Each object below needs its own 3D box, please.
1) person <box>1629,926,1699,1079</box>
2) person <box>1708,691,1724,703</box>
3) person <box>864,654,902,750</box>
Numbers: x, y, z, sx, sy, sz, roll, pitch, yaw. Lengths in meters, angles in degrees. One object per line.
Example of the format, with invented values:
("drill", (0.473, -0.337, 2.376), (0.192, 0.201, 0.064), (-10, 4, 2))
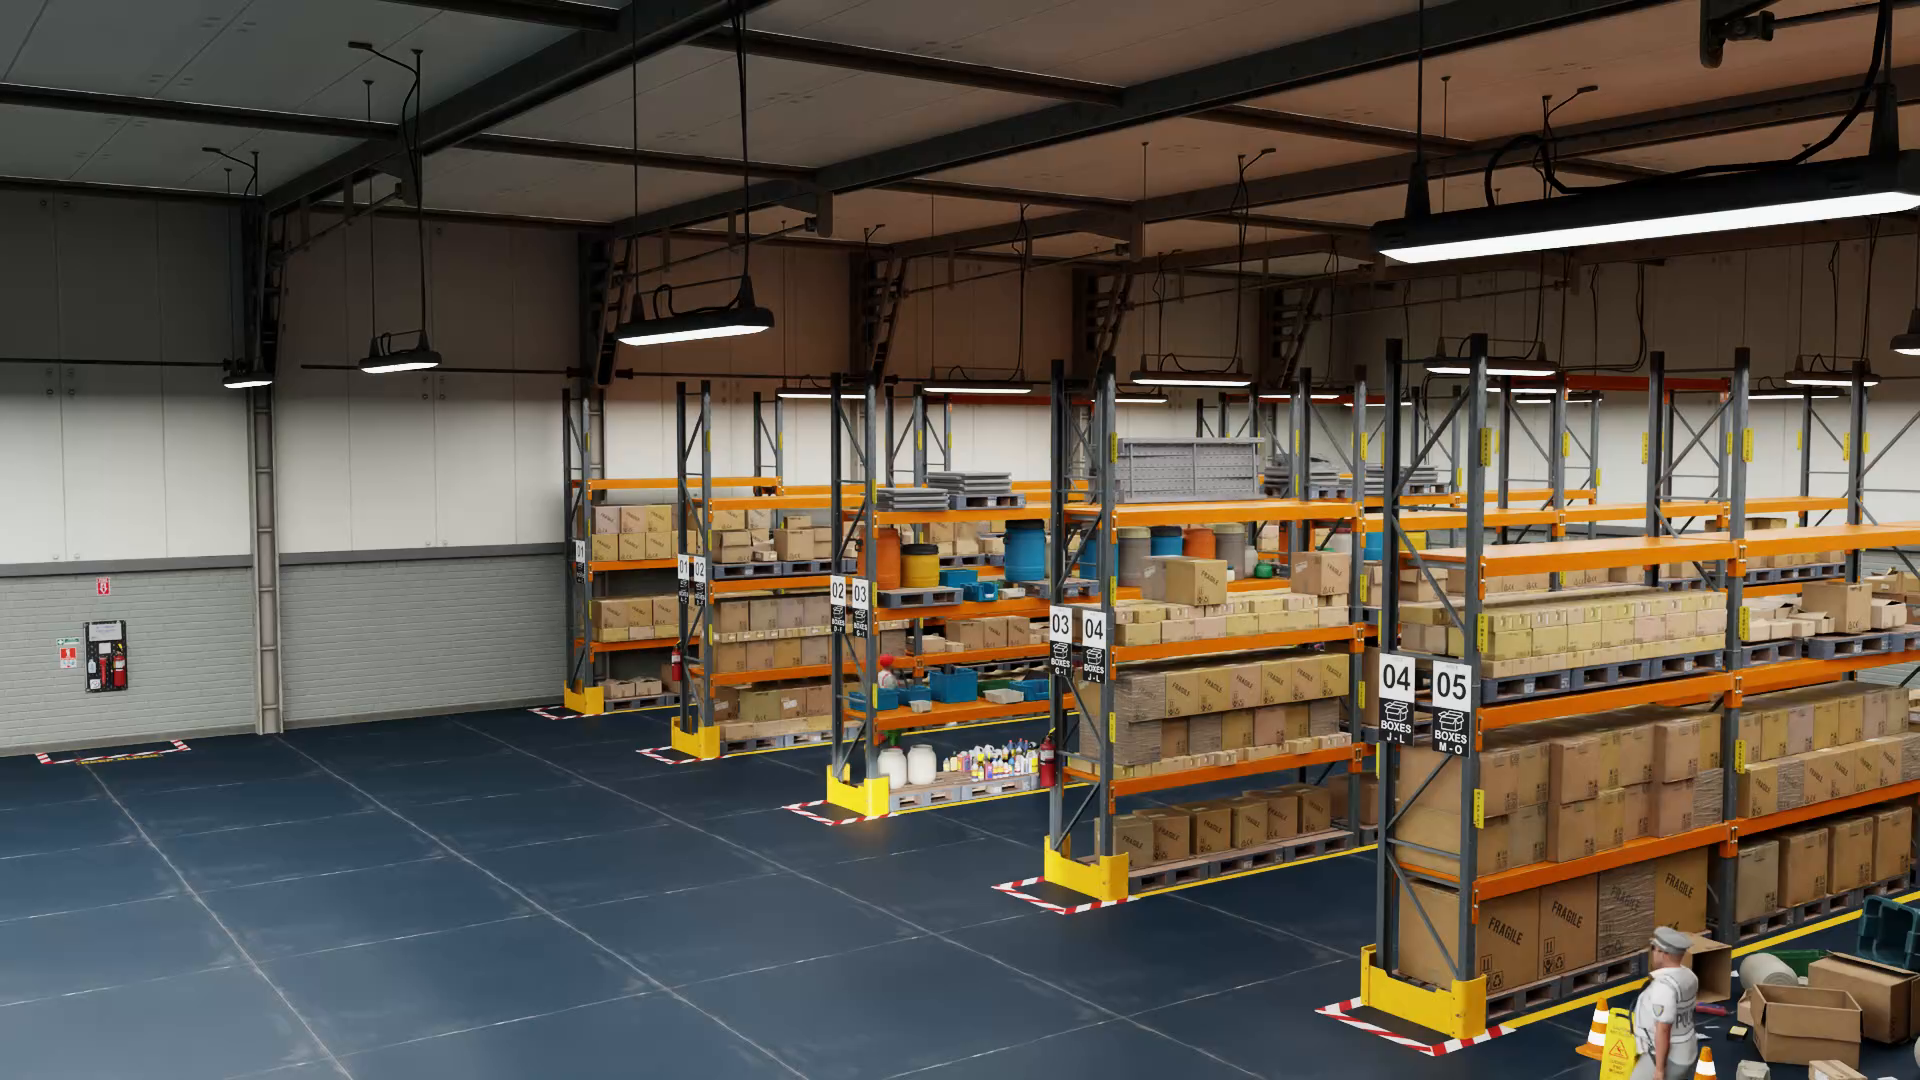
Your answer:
("person", (4.798, 3.538, 11.396), (0.442, 1.789, 0.533), (2, 4, 33))
("person", (10.119, 2.960, 22.306), (0.617, 1.588, 0.584), (-2, 4, -27))
("person", (-1.127, 2.623, 25.674), (0.725, 1.770, 0.563), (0, 4, -2))
